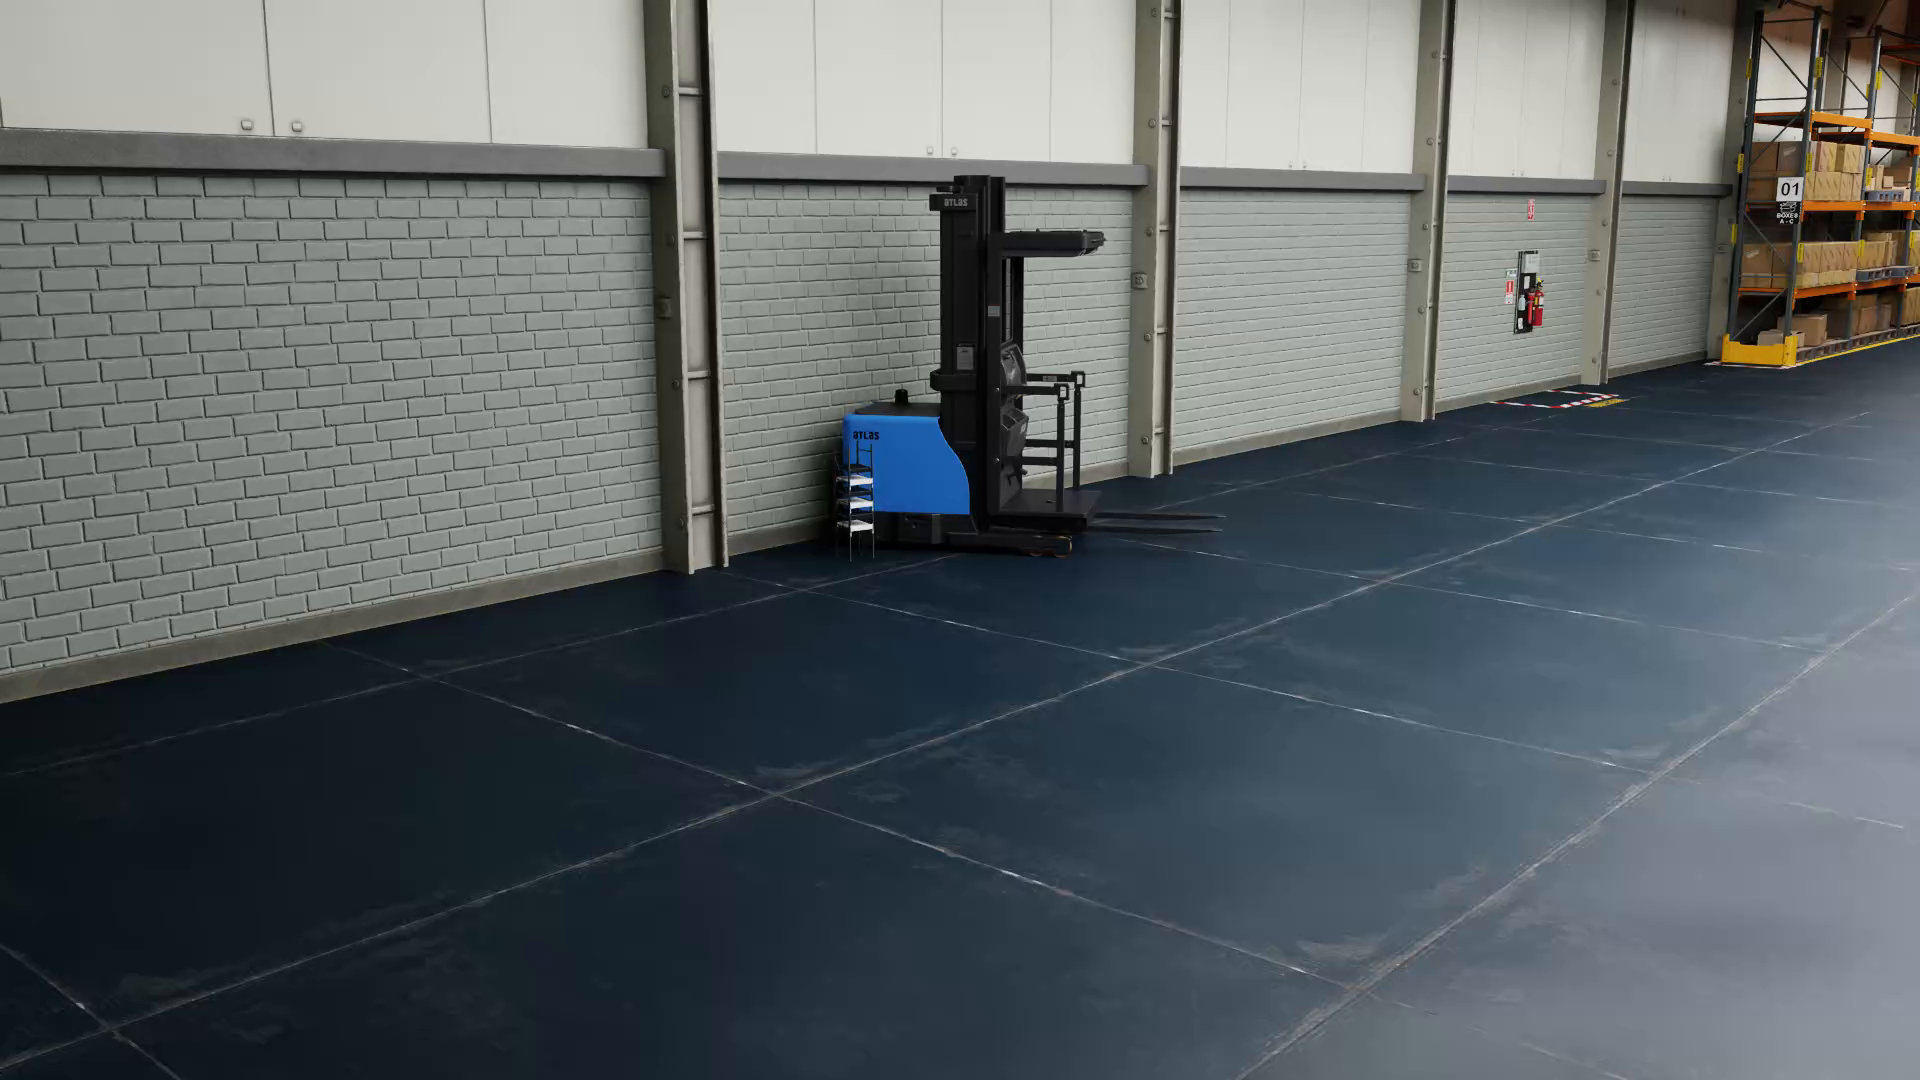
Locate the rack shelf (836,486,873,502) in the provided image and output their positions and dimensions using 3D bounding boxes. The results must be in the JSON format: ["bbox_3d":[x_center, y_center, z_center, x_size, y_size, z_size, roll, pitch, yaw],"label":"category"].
[{"bbox_3d":[-0.827,-0.362,12.935,0.200,0.077,0.258,-7,13,-32],"label":"rack shelf"}]

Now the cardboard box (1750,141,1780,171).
[{"bbox_3d":[14.106,-6.698,29.069,0.500,0.500,0.500,11,15,43],"label":"cardboard box"}]

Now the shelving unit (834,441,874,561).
[{"bbox_3d":[-0.827,-0.306,12.946,0.210,0.900,0.258,-7,13,-32],"label":"shelving unit"}]

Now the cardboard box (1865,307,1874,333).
[{"bbox_3d":[18.129,-4.497,33.828,0.700,0.500,0.500,10,15,40],"label":"cardboard box"}]

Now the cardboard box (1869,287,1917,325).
[{"bbox_3d":[19.883,-5.000,35.505,0.750,0.750,0.750,10,15,40],"label":"cardboard box"}]

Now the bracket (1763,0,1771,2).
[{"bbox_3d":[13.823,-9.395,28.586,0.235,0.232,0.430,10,15,40],"label":"bracket"}]

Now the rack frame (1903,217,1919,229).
[{"bbox_3d":[21.939,-6.346,37.825,1.000,3.000,0.127,10,15,40],"label":"rack frame"}]

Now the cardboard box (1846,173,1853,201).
[{"bbox_3d":[16.167,-6.520,30.730,0.500,0.500,0.500,8,14,36],"label":"cardboard box"}]

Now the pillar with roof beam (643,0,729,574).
[{"bbox_3d":[1.222,-3.650,9.008,9.100,9.000,0.400,10,15,40],"label":"pillar with roof beam"}]

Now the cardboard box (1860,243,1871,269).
[{"bbox_3d":[17.394,-5.585,32.639,0.500,0.500,0.700,-10,15,-42],"label":"cardboard box"}]

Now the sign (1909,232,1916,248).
[{"bbox_3d":[19.713,-6.218,34.429,0.100,0.325,0.005,10,15,40],"label":"sign"}]

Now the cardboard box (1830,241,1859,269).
[{"bbox_3d":[16.579,-5.363,31.323,0.500,0.500,0.500,10,15,40],"label":"cardboard box"}]

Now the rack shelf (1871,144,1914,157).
[{"bbox_3d":[20.619,-8.445,35.874,1.077,0.370,4.000,10,15,40],"label":"rack shelf"}]

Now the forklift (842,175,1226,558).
[{"bbox_3d":[0.618,-1.413,13.302,3.031,2.935,1.130,2,12,11],"label":"forklift"}]

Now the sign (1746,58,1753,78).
[{"bbox_3d":[13.615,-8.133,28.665,0.100,0.325,0.005,10,15,40],"label":"sign"}]

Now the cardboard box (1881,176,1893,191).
[{"bbox_3d":[18.374,-7.110,33.678,0.637,0.503,0.797,-10,15,-40],"label":"cardboard box"}]

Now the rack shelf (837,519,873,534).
[{"bbox_3d":[-0.827,-0.097,12.988,0.200,0.077,0.258,-7,13,-32],"label":"rack shelf"}]

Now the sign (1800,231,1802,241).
[{"bbox_3d":[16.239,-5.808,32.175,0.100,0.325,0.005,10,15,40],"label":"sign"}]

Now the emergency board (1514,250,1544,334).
[{"bbox_3d":[8.210,-3.554,23.846,0.194,1.169,0.643,10,15,40],"label":"emergency board"}]

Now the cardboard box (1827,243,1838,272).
[{"bbox_3d":[15.570,-5.140,30.204,0.500,0.500,0.500,10,15,42],"label":"cardboard box"}]

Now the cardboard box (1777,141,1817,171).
[{"bbox_3d":[14.455,-6.626,28.709,0.500,0.500,0.500,8,14,36],"label":"cardboard box"}]

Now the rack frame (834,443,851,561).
[{"bbox_3d":[-0.912,-0.295,12.891,0.006,0.900,0.240,-7,13,-32],"label":"rack frame"}]

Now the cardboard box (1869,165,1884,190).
[{"bbox_3d":[17.894,-7.146,32.847,0.500,0.500,0.500,9,14,38],"label":"cardboard box"}]

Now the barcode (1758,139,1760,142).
[{"bbox_3d":[14.111,-7.054,29.372,0.001,0.075,0.075,10,15,40],"label":"barcode"}]

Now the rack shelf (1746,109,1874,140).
[{"bbox_3d":[15.338,-7.462,29.942,1.077,0.370,4.000,10,15,40],"label":"rack shelf"}]

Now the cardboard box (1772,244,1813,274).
[{"bbox_3d":[14.559,-4.916,29.082,0.500,0.500,0.500,10,15,40],"label":"cardboard box"}]

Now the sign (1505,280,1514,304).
[{"bbox_3d":[7.767,-3.503,23.502,0.001,0.329,0.234,10,15,40],"label":"sign"}]

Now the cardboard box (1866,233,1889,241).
[{"bbox_3d":[18.893,-6.236,34.242,0.380,0.149,0.250,7,13,31],"label":"cardboard box"}]

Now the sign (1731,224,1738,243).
[{"bbox_3d":[13.614,-5.378,29.215,0.100,0.325,0.005,10,15,40],"label":"sign"}]

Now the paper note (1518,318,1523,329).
[{"bbox_3d":[8.041,-3.105,23.846,0.016,0.148,0.142,10,15,40],"label":"paper note"}]

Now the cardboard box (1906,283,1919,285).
[{"bbox_3d":[21.608,-5.385,37.432,0.750,0.750,0.750,10,15,41],"label":"cardboard box"}]

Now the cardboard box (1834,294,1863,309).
[{"bbox_3d":[17.761,-4.779,33.326,0.500,0.250,0.500,9,15,39],"label":"cardboard box"}]

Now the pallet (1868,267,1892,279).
[{"bbox_3d":[18.023,-5.367,33.413,1.003,0.211,1.213,10,15,40],"label":"pallet"}]

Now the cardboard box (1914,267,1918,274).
[{"bbox_3d":[20.102,-5.727,35.315,0.380,0.149,0.250,10,15,42],"label":"cardboard box"}]

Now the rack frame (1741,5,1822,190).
[{"bbox_3d":[14.018,-7.522,28.398,1.000,3.000,0.127,10,15,40],"label":"rack frame"}]

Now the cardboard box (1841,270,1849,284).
[{"bbox_3d":[16.239,-4.924,31.038,0.500,0.250,0.500,10,15,41],"label":"cardboard box"}]

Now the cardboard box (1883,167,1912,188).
[{"bbox_3d":[19.570,-7.571,34.920,0.700,0.500,0.500,8,14,36],"label":"cardboard box"}]

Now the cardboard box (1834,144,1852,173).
[{"bbox_3d":[15.841,-6.920,30.182,0.500,0.500,0.500,9,14,38],"label":"cardboard box"}]

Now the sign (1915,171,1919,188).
[{"bbox_3d":[19.705,-7.411,34.181,0.100,0.325,0.005,10,15,40],"label":"sign"}]

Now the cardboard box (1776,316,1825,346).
[{"bbox_3d":[15.441,-3.846,30.567,0.700,0.500,0.500,9,14,37],"label":"cardboard box"}]

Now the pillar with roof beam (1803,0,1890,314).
[{"bbox_3d":[21.025,-8.063,31.107,9.100,9.000,0.548,10,15,40],"label":"pillar with roof beam"}]

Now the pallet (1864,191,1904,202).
[{"bbox_3d":[17.828,-6.778,32.809,1.213,0.211,1.003,10,15,40],"label":"pallet"}]

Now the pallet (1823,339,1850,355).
[{"bbox_3d":[16.242,-3.698,31.688,1.003,0.211,1.213,10,15,40],"label":"pallet"}]

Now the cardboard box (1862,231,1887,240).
[{"bbox_3d":[19.404,-6.430,35.266,0.500,0.250,0.500,10,15,42],"label":"cardboard box"}]

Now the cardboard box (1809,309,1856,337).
[{"bbox_3d":[17.132,-4.269,32.687,0.700,0.500,0.500,10,15,42],"label":"cardboard box"}]

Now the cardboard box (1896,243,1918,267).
[{"bbox_3d":[19.812,-6.001,35.030,0.500,0.500,0.500,10,15,42],"label":"cardboard box"}]

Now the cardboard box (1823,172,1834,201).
[{"bbox_3d":[15.148,-6.278,29.522,0.500,0.500,0.500,11,16,43],"label":"cardboard box"}]

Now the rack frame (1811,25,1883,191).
[{"bbox_3d":[16.659,-8.111,31.345,1.000,3.000,0.127,10,15,40],"label":"rack frame"}]

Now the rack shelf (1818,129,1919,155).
[{"bbox_3d":[17.979,-7.856,32.927,1.077,0.370,4.000,10,15,40],"label":"rack shelf"}]

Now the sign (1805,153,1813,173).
[{"bbox_3d":[14.426,-6.410,28.255,0.100,0.325,0.005,10,15,40],"label":"sign"}]

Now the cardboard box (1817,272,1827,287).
[{"bbox_3d":[15.252,-4.700,29.915,0.500,0.250,0.500,9,15,39],"label":"cardboard box"}]

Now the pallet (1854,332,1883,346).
[{"bbox_3d":[17.977,-4.097,33.683,1.003,0.211,1.213,10,15,40],"label":"pallet"}]

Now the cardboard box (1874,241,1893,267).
[{"bbox_3d":[18.648,-5.866,34.044,0.700,0.500,0.500,8,14,35],"label":"cardboard box"}]
